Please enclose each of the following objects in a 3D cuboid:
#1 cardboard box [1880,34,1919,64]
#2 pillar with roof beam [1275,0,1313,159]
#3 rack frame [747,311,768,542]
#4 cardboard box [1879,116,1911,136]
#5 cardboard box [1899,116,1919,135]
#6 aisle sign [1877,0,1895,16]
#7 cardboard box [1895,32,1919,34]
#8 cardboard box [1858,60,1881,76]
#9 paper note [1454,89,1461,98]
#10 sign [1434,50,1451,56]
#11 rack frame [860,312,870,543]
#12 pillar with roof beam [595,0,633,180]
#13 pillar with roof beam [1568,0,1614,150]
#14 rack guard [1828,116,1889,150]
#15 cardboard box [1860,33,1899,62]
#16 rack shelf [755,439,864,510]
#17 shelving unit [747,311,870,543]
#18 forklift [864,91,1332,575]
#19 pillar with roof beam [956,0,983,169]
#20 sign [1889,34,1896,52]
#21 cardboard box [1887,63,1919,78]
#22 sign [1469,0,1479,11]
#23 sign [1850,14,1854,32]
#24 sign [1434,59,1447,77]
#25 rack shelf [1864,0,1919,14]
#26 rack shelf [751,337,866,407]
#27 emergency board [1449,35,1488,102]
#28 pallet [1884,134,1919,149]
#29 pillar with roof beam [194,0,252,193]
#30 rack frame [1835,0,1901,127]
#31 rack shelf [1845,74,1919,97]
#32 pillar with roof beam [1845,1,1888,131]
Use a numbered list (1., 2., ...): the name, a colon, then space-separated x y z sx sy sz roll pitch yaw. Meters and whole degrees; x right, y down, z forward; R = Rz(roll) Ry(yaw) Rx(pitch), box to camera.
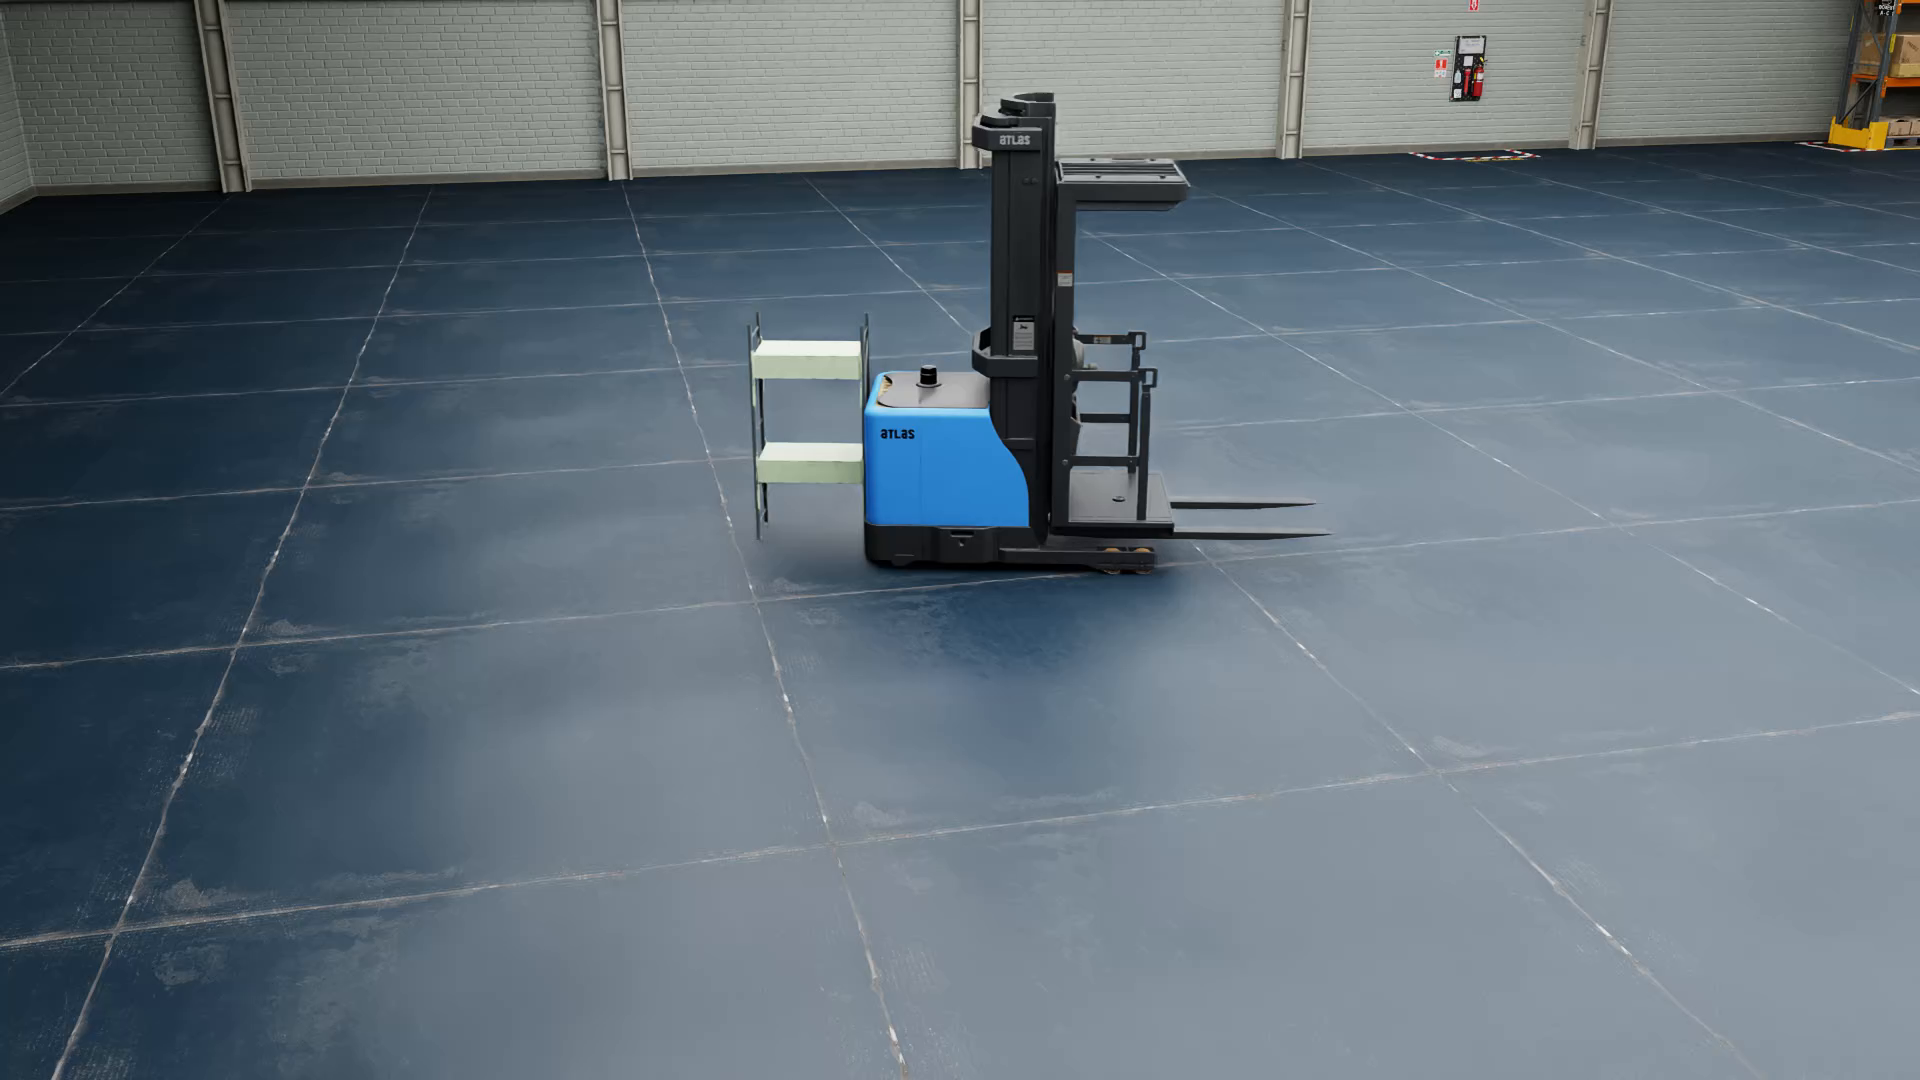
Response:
1. cardboard box: 17.729 -9.233 31.257 0.500 0.500 0.500 -5 21 -12
2. pillar with roof beam: 6.990 -9.775 24.918 0.400 9.000 9.100 -5 21 -12
3. rack frame: -1.360 -0.758 11.204 0.023 1.500 0.400 1 20 2
4. cardboard box: 17.889 -7.973 31.989 0.500 0.311 0.500 -7 21 -19
5. cardboard box: 18.444 -8.018 32.112 0.500 0.311 0.500 -3 20 -8
6. aisle sign: 17.194 -10.119 30.798 0.004 0.787 0.394 -5 21 -12
7. cardboard box: 18.097 -9.440 31.824 0.500 0.500 0.500 -4 21 -12
8. cardboard box: 17.605 -9.045 31.835 0.500 0.250 0.500 -4 21 -12
9. paper note: 9.237 -8.287 30.857 0.142 0.148 0.016 -5 21 -12
10. sign: 8.869 -8.945 30.551 0.331 0.109 0.001 -5 21 -12
11. rack frame: -0.629 -0.749 11.180 0.023 1.500 0.400 1 20 2
12. pillar with roof beam: -4.688 -8.826 22.325 0.400 9.000 9.100 -5 21 -12
13. pillar with roof beam: 12.829 -10.250 26.214 0.400 9.000 9.100 -5 21 -12
14. rack guard: 17.269 -7.837 31.981 0.348 0.500 1.175 -5 21 -12
15. cardboard box: 17.605 -9.404 31.724 0.500 0.500 0.500 -5 21 -13
16. rack shelf: -0.995 -0.448 11.304 0.720 0.370 0.431 1 20 2
17. shelving unit: -0.995 -0.754 11.192 0.755 1.500 0.431 1 20 2
18. forklift: 0.910 -1.341 10.714 3.031 2.935 1.130 1 20 2
19. pillar with roof beam: 1.151 -9.301 23.621 0.400 9.000 9.100 -5 21 -12
20. sign: 17.320 -9.229 30.890 0.005 0.325 0.100 -5 21 -12
21. cardboard box: 17.743 -8.876 31.372 0.500 0.250 0.500 -5 21 -14
22. sign: 9.394 -9.813 30.371 0.199 0.298 0.001 -5 21 -12
23. sign: 17.087 -9.884 31.793 0.005 0.325 0.100 -5 21 -12
24. sign: 8.863 -8.699 30.649 0.234 0.329 0.001 -5 21 -12
25. rack shelf: 19.142 -10.233 31.575 4.000 0.370 1.077 -5 21 -12
26. rack shelf: -0.995 -1.120 11.057 0.720 0.370 0.431 1 20 2
27. emergency board: 9.425 -8.692 30.681 0.643 1.169 0.194 -5 21 -12
28. pallet: 18.068 -7.753 32.174 1.213 0.211 1.003 -5 21 -12
29. pillar with roof beam: -10.527 -8.351 21.029 0.400 9.000 9.100 -5 21 -12
30. rack frame: 17.195 -9.004 31.535 0.127 3.000 1.000 -5 21 -12
31. rack shelf: 19.142 -8.825 32.091 4.000 0.370 1.077 -5 21 -12
32. pillar with roof beam: 18.668 -10.725 27.511 0.400 9.000 9.100 -5 21 -12
